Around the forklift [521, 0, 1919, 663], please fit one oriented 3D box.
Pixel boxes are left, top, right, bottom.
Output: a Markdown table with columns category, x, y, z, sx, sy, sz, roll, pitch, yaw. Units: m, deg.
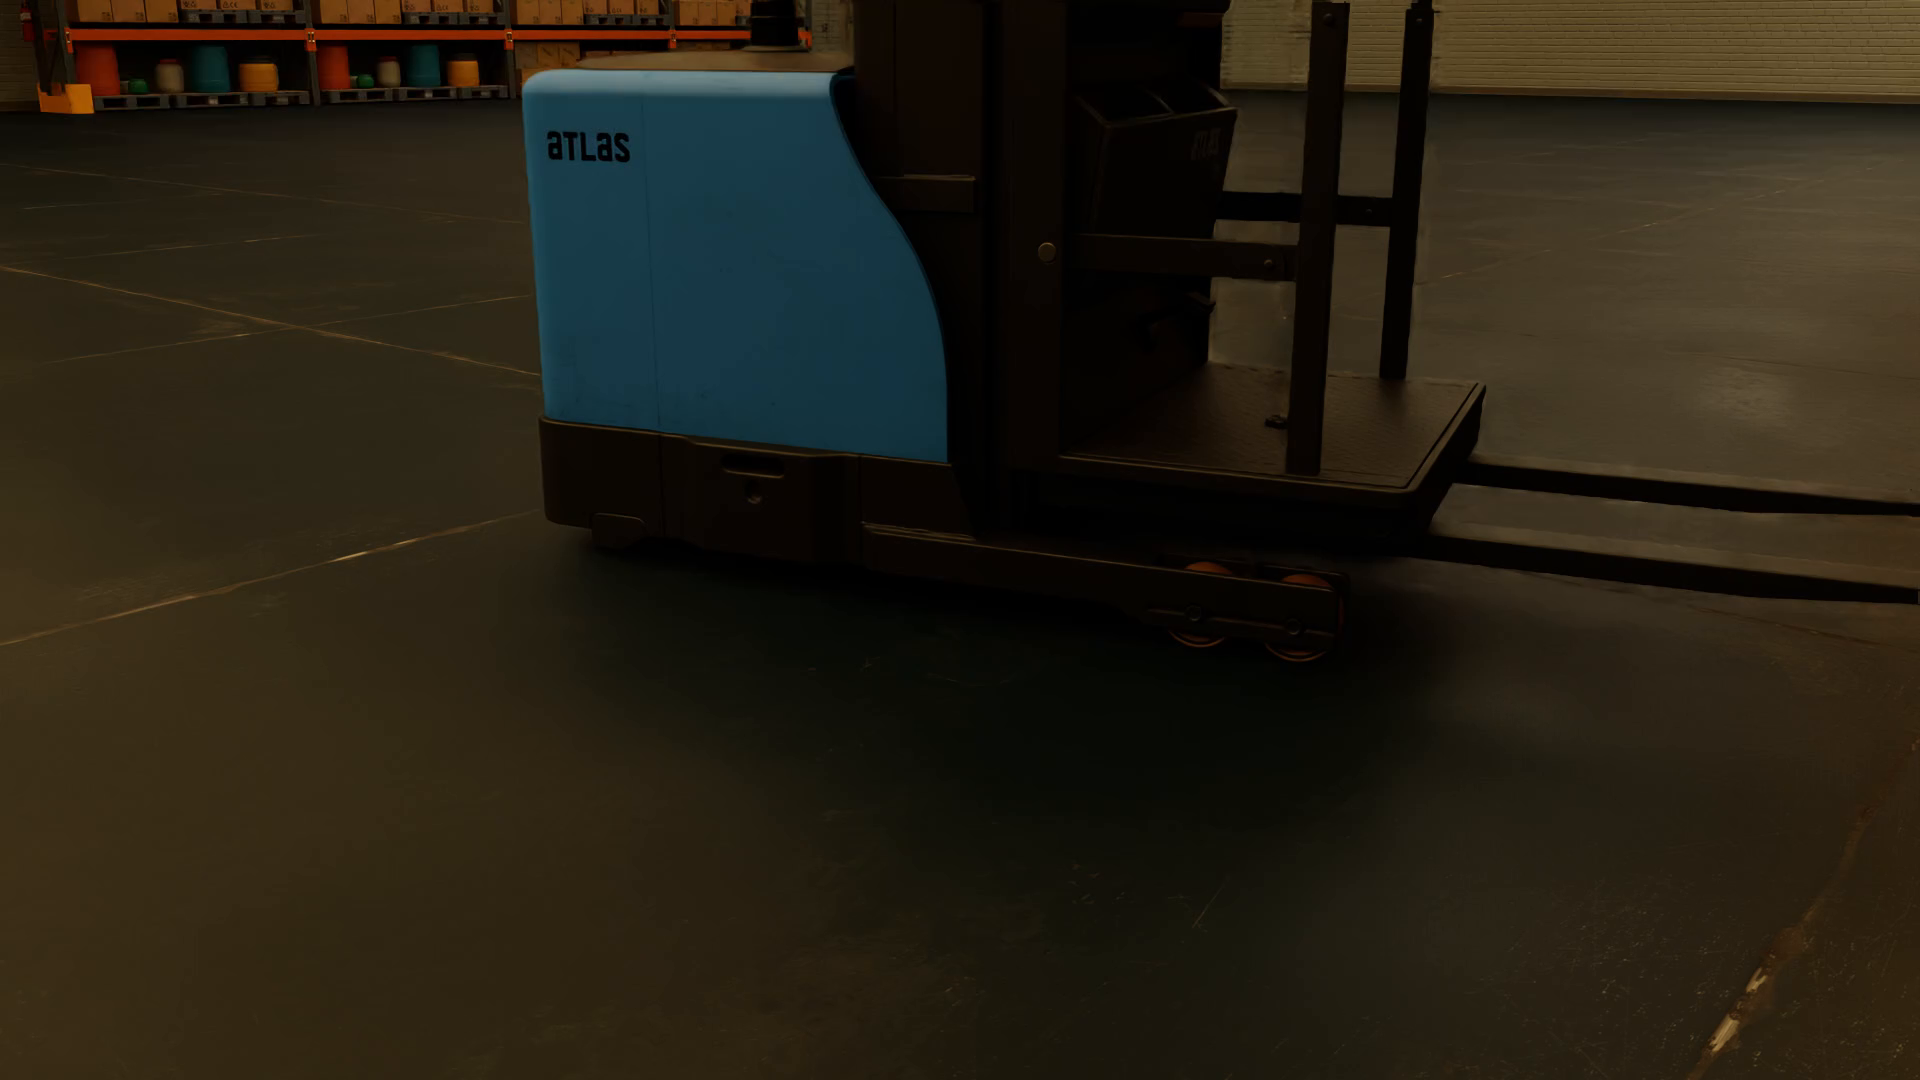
| category | x | y | z | sx | sy | sz | roll | pitch | yaw |
| --- | --- | --- | --- | --- | --- | --- | --- | --- | --- |
| forklift | 0.594 | -1.344 | 3.324 | 3.031 | 2.935 | 1.130 | 7 | 18 | 22 |
